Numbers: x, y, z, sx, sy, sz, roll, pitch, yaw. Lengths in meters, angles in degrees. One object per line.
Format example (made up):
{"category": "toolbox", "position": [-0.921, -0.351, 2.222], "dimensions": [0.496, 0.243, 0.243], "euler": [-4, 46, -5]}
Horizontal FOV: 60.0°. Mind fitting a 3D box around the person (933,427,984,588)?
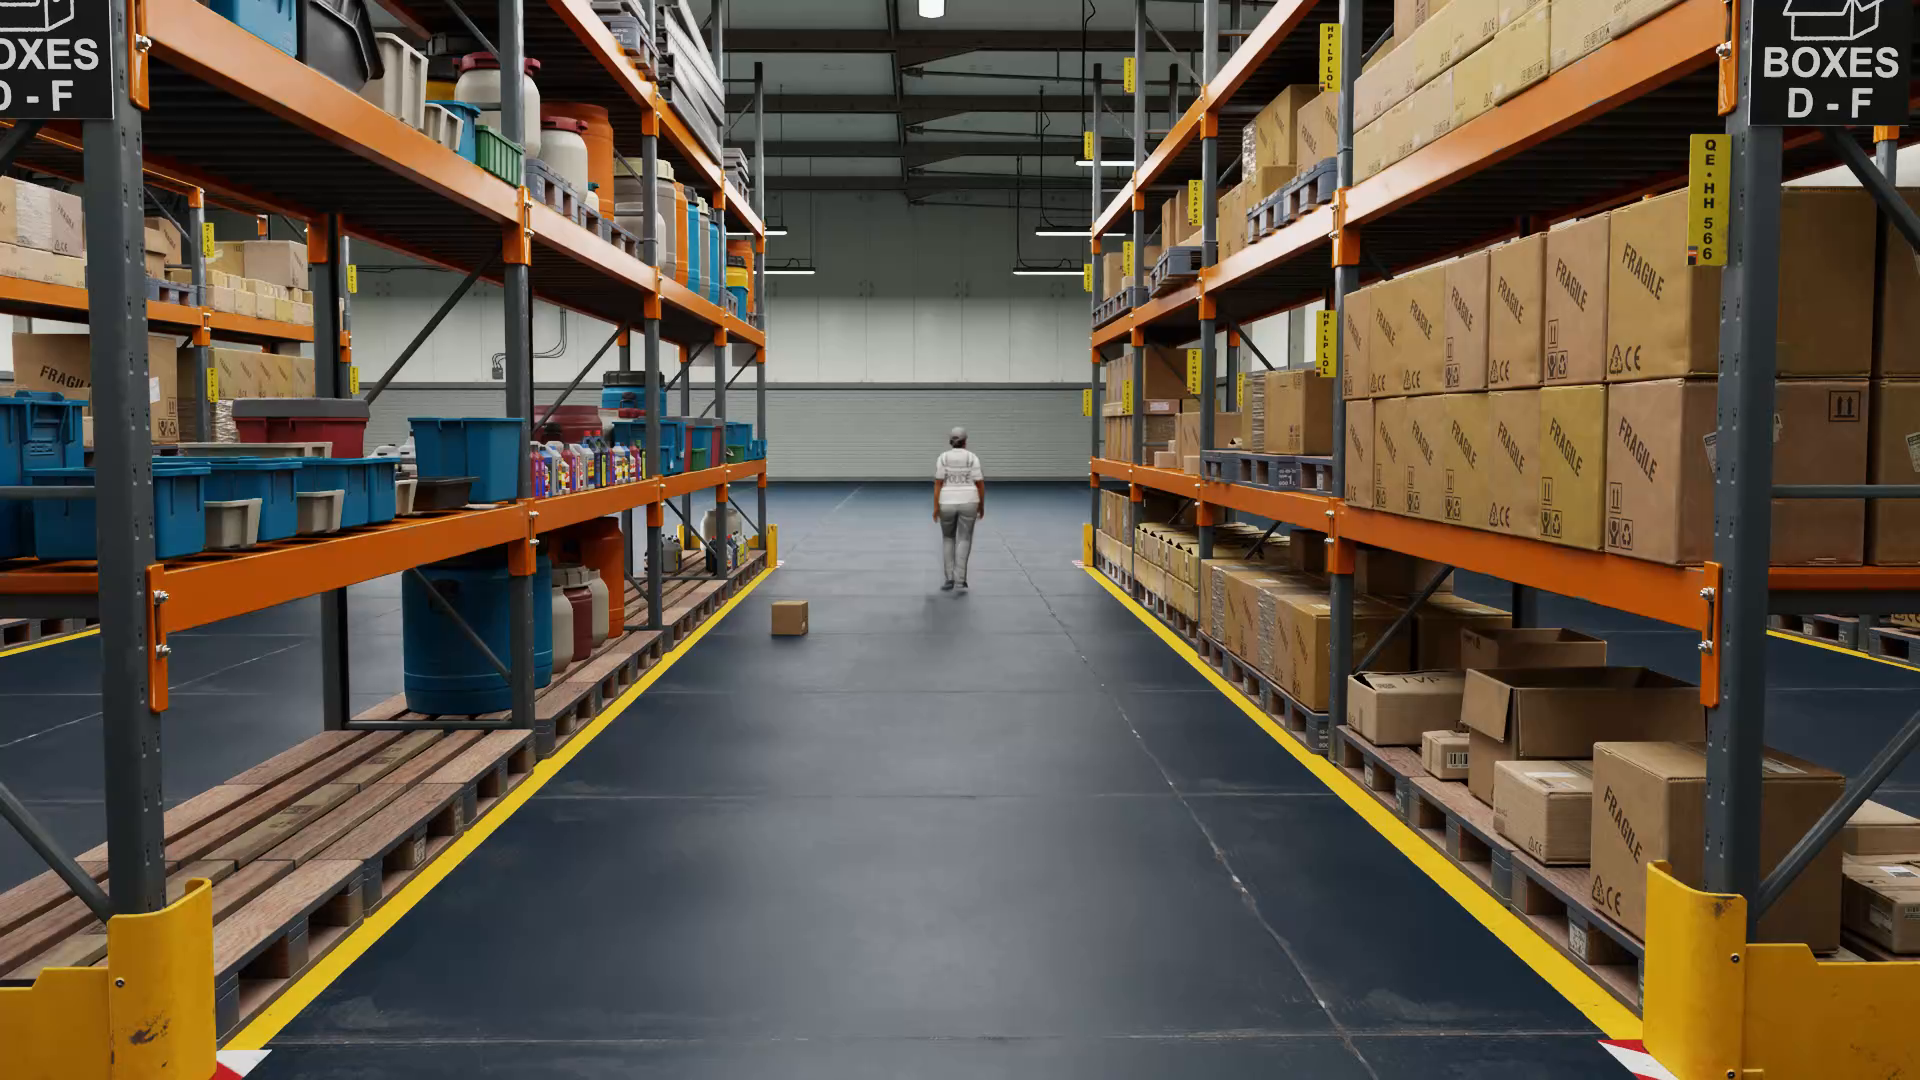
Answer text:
{"category": "person", "position": [-0.001, -0.294, 17.147], "dimensions": [0.514, 1.734, 0.605], "euler": [1, 4, 10]}
